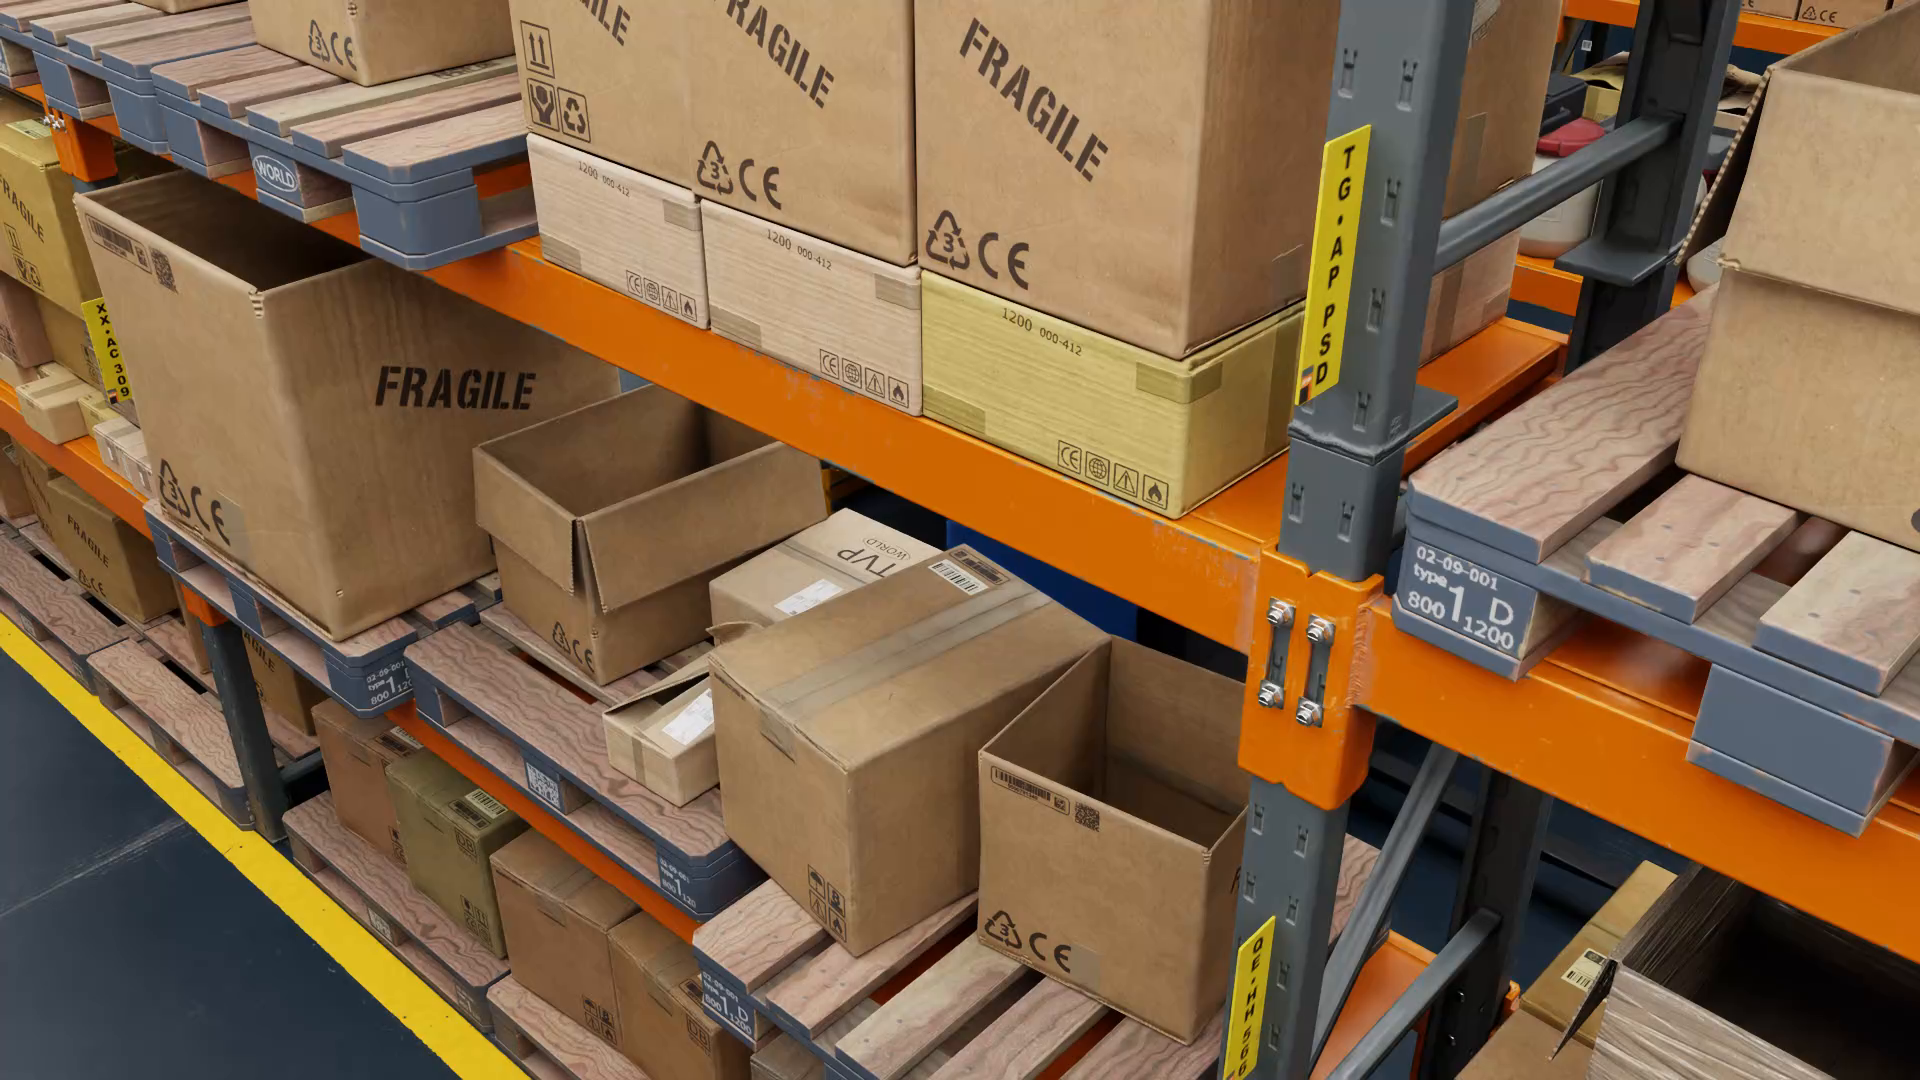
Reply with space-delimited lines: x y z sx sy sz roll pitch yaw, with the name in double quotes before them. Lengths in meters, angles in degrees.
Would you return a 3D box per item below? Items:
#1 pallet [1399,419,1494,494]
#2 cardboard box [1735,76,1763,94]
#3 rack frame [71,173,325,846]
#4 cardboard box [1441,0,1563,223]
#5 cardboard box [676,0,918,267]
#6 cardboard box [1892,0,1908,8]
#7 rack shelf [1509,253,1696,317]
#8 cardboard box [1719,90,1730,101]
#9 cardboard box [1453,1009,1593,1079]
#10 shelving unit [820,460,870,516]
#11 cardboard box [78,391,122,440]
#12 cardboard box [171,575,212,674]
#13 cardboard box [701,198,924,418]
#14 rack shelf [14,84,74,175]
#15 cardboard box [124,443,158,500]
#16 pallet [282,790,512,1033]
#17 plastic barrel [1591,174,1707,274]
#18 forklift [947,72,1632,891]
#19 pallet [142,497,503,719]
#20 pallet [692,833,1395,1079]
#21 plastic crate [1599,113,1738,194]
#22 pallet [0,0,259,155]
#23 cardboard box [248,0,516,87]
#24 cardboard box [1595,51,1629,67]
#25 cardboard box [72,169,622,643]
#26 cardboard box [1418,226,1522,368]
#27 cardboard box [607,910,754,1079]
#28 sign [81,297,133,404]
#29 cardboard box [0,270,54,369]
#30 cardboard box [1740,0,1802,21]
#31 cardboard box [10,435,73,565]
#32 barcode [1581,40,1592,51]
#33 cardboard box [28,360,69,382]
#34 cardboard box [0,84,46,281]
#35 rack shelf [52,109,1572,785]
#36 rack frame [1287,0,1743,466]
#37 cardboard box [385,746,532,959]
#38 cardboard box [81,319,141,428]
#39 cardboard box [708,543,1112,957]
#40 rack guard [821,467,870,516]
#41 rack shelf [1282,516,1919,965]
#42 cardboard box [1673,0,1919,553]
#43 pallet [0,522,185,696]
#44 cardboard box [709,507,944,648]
"pallet" 2.681 -0.425 8.251 1.213 0.211 1.003 25 39 35
"cardboard box" 5.742 -3.052 11.626 0.500 0.311 0.500 25 39 35
"rack frame" -2.159 -0.405 5.514 0.127 3.000 1.000 25 39 35
"cardboard box" 0.631 -0.823 2.719 0.500 0.500 0.500 25 39 36
"cardboard box" -0.103 -0.805 2.689 0.500 0.500 0.500 25 39 35
"cardboard box" 6.202 -3.424 10.433 0.500 0.500 0.500 23 38 33
"rack shelf" 2.647 -1.298 7.696 4.000 0.370 1.077 25 39 35
"cardboard box" 4.998 -3.020 11.573 0.500 0.311 0.500 25 39 35
"cardboard box" 0.984 1.209 2.736 0.500 0.500 0.500 26 40 36
"shelving unit" -0.114 -0.700 7.458 1.083 1.500 0.587 26 40 36
"cardboard box" -2.840 -0.459 5.847 0.250 0.149 0.380 25 39 35
"cardboard box" -2.859 0.137 6.630 0.500 0.500 0.500 -16 35 -25
"cardboard box" -0.088 -0.478 2.873 0.500 0.250 0.500 25 39 35
"rack shelf" -3.642 -2.074 6.075 4.000 0.370 1.077 25 39 35
"cardboard box" -2.516 -0.259 5.515 0.250 0.149 0.380 25 39 35
"pallet" -1.581 1.059 5.786 1.213 0.211 1.003 25 39 35
"plastic barrel" 2.912 -1.382 7.029 0.421 0.512 0.421 0 31 0
"forklift" 1.345 -0.564 5.846 3.031 2.935 1.130 26 40 36
"pallet" -1.690 -0.002 5.031 1.213 0.211 1.003 25 39 35
"pallet" 0.207 0.856 3.606 1.003 0.211 1.213 25 39 35
"plastic crate" 3.137 -1.618 7.467 0.583 0.464 0.402 25 39 35
"pallet" -1.773 -1.355 4.366 1.003 0.211 1.213 25 39 35
"cardboard box" -1.178 -1.388 3.731 0.637 0.503 0.797 27 40 37
"cardboard box" 4.984 -3.403 12.210 0.500 0.311 0.500 25 39 35
"cardboard box" -1.664 -0.513 4.705 1.000 1.000 1.000 25 39 35
"cardboard box" 0.629 -0.501 2.911 0.500 0.250 0.500 26 40 36
"cardboard box" -0.548 1.257 4.750 0.700 0.500 0.500 -26 39 -36
"sign" -2.518 -0.565 4.941 0.005 0.325 0.100 25 39 35
"cardboard box" -3.237 -1.075 6.242 0.500 0.500 0.875 25 39 35
"cardboard box" 5.440 -3.780 11.024 0.500 0.500 0.500 -26 40 -36
"cardboard box" -3.756 -0.258 7.286 0.500 0.500 0.500 -25 39 -35
"barcode" 4.401 -3.473 11.677 0.075 0.075 0.001 25 39 35
"cardboard box" -3.197 -0.639 6.147 0.250 0.149 0.380 25 39 35
"cardboard box" -3.049 -1.226 5.524 0.500 0.500 0.500 25 39 35
"rack shelf" -0.676 -0.689 3.776 4.000 0.370 1.077 25 39 35
"rack frame" 0.806 -1.590 1.667 0.127 3.000 1.000 25 39 35
"cardboard box" -1.377 0.871 5.392 0.500 0.500 0.700 25 39 35
"cardboard box" -2.451 -0.754 5.709 0.500 0.500 0.875 25 39 35
"cardboard box" -0.102 0.430 3.622 0.700 0.500 0.500 -23 38 -33
"rack guard" -0.476 -0.341 8.073 0.087 0.250 0.587 26 40 36
"rack shelf" 2.289 0.695 1.476 4.000 0.370 1.077 25 39 35
"cardboard box" 1.307 -0.346 2.001 0.797 0.503 0.637 -27 40 -37
"pallet" -3.590 0.149 7.298 1.213 0.211 1.003 25 39 35
"cardboard box" -0.282 0.196 4.254 0.500 0.250 0.500 24 38 34
